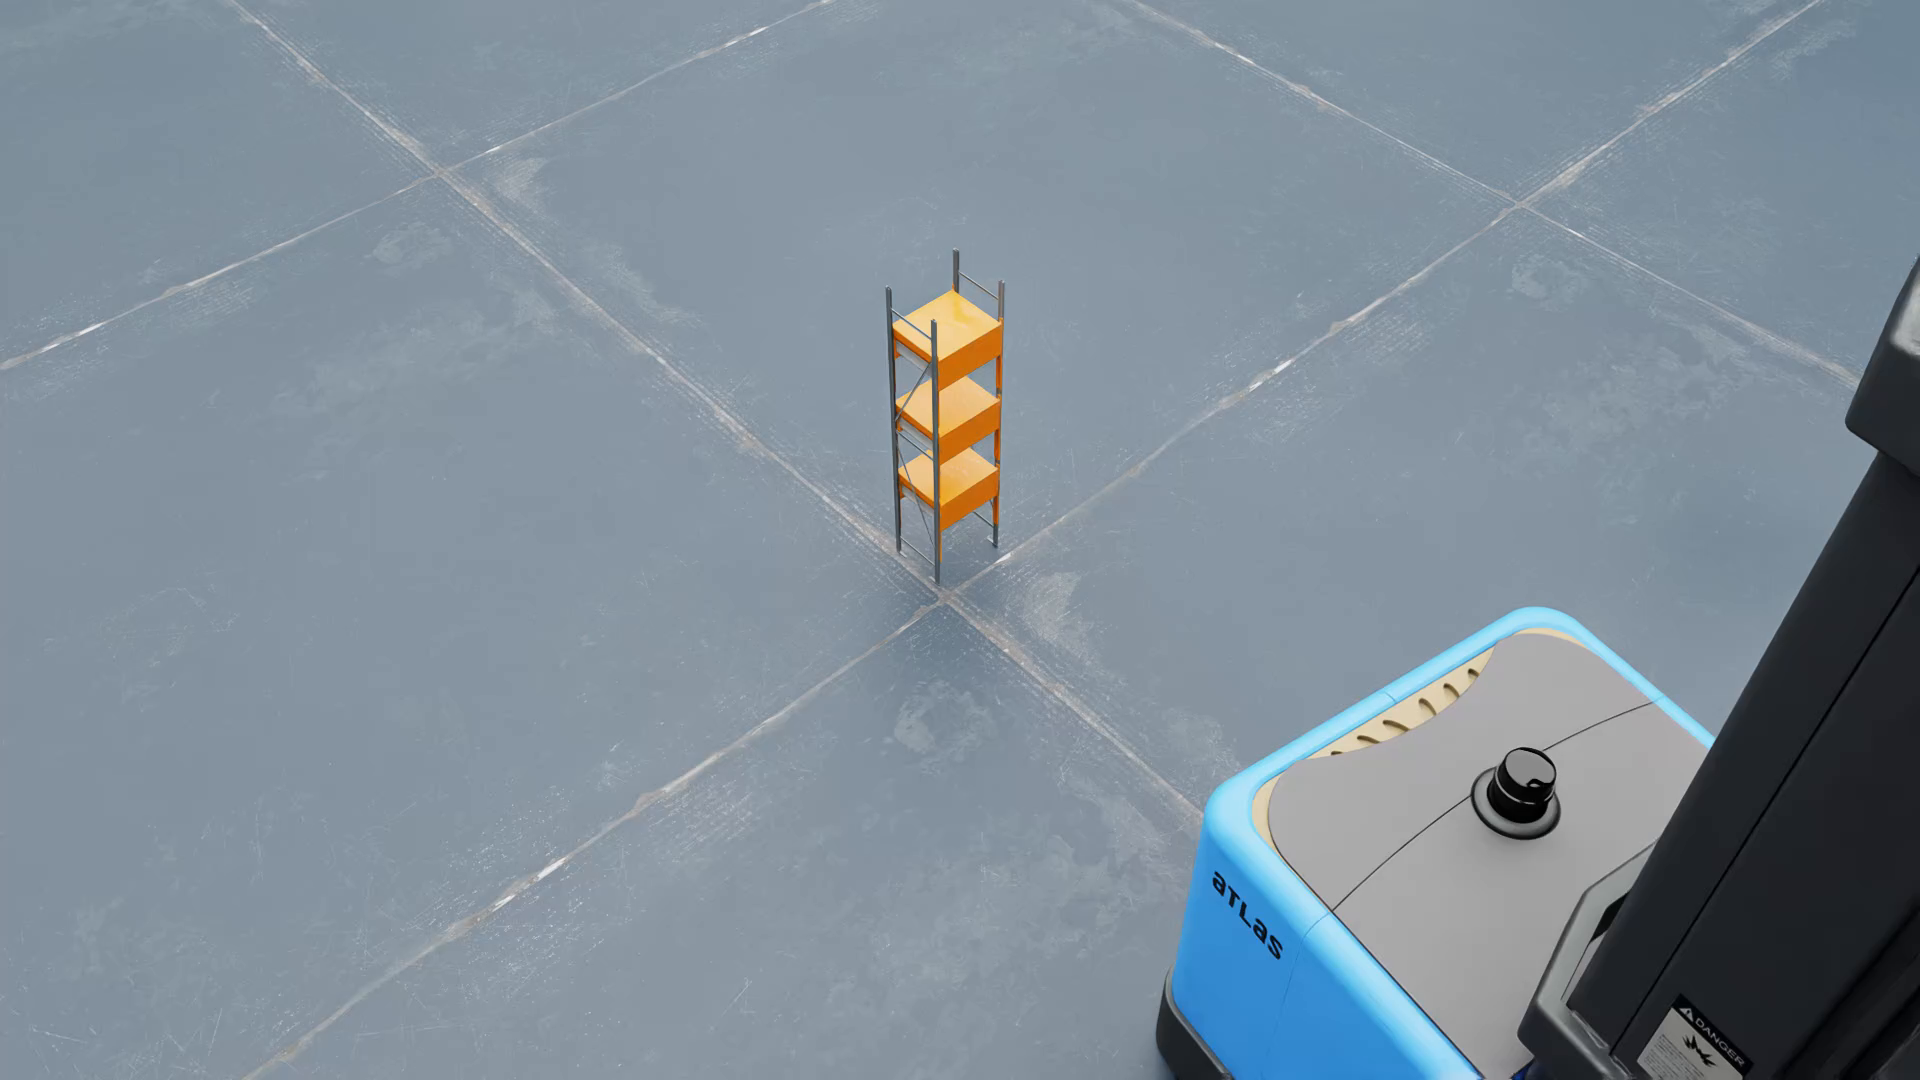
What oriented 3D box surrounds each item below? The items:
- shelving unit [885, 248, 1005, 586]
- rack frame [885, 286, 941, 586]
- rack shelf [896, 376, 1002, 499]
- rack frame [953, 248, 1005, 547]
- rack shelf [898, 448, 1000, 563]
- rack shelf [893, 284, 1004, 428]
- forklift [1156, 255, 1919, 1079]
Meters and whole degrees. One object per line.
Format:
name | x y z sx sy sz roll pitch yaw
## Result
shelving unit | -0.040 -0.330 4.840 0.252 1.050 0.215 -34 56 -27
rack frame | -0.130 -0.269 4.784 0.008 1.050 0.200 -34 56 -27
rack shelf | -0.040 -0.322 4.848 0.240 0.259 0.215 -34 56 -27
rack frame | 0.051 -0.390 4.895 0.008 1.050 0.200 -34 56 -27
rack shelf | -0.040 -0.134 5.052 0.240 0.259 0.215 -34 56 -27
rack shelf | -0.040 -0.515 4.639 0.240 0.259 0.215 -34 56 -27
forklift | 1.705 0.957 2.372 1.130 2.935 3.031 -26 52 -22
